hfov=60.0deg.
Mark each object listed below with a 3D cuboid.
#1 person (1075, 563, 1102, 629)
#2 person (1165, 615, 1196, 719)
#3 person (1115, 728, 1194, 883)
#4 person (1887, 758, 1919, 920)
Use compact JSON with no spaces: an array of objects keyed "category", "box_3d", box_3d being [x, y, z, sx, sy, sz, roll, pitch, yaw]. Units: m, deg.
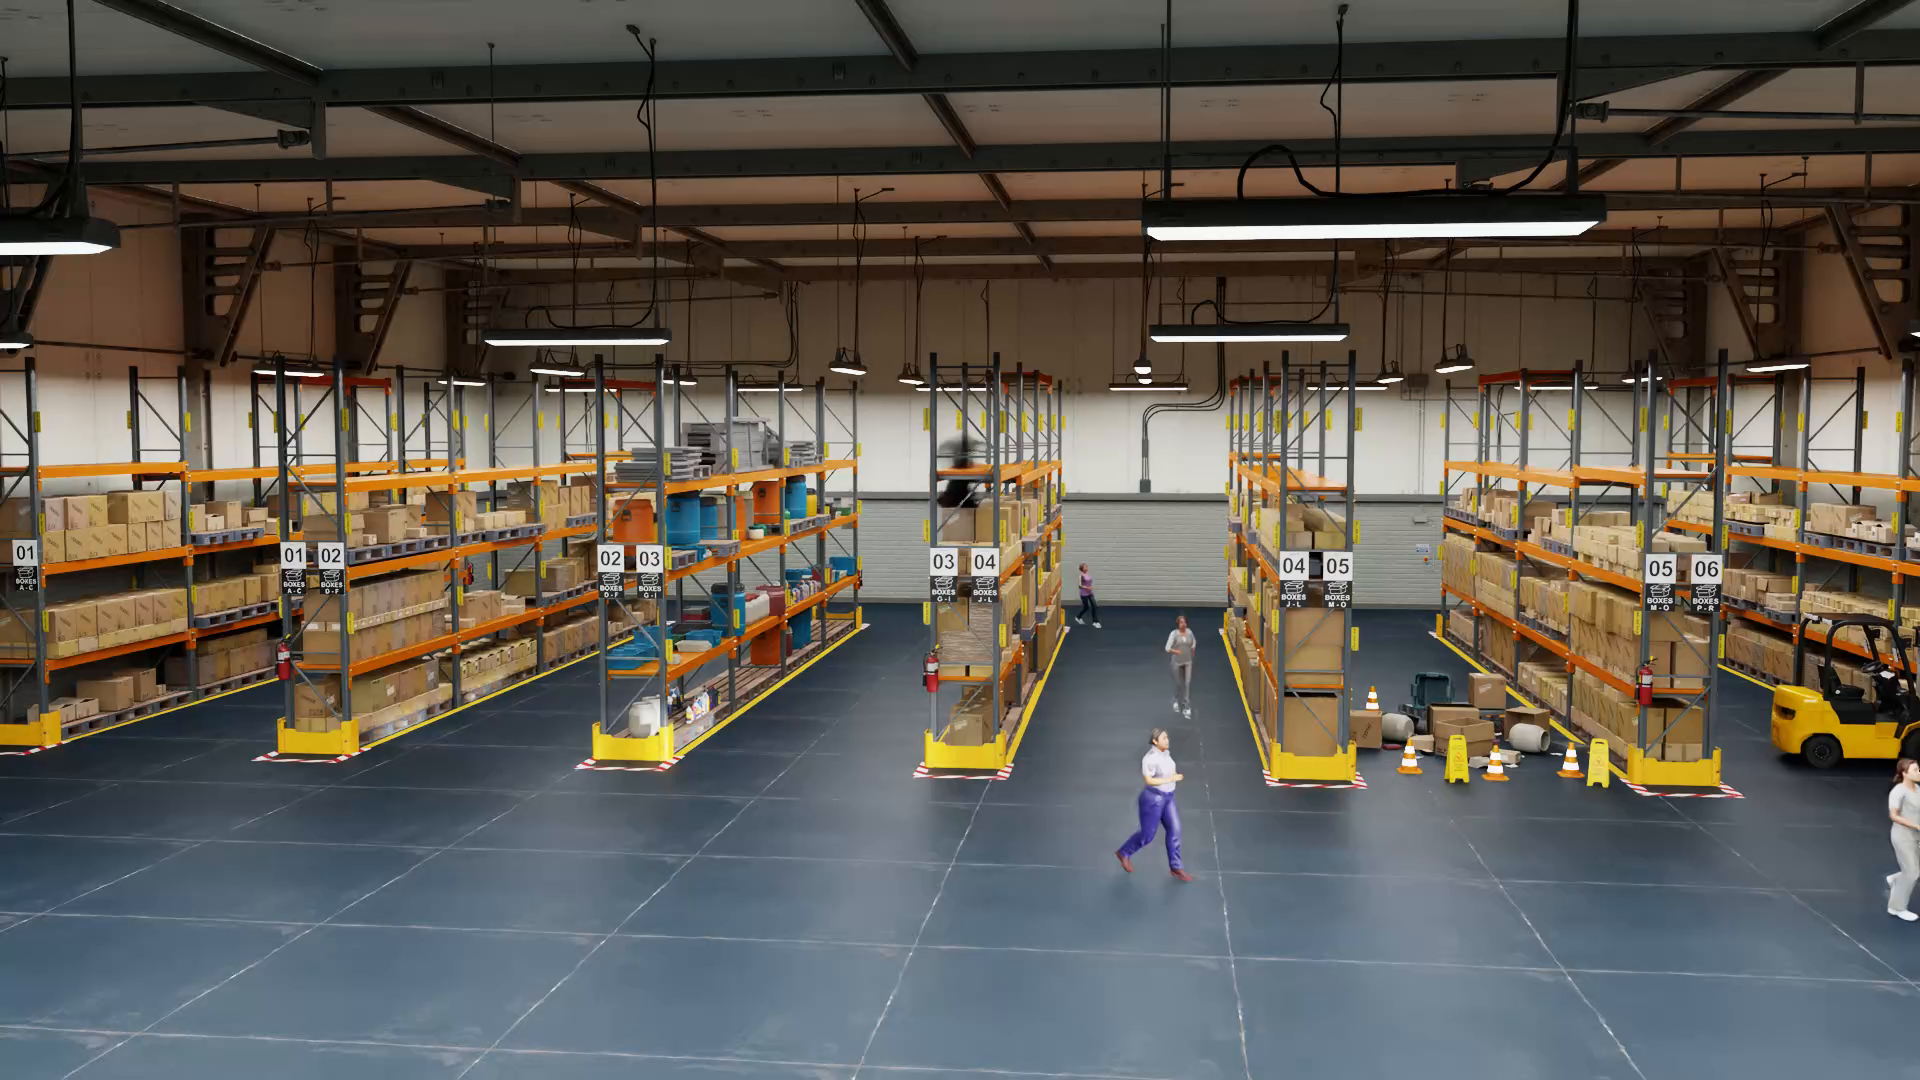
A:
[{"category":"person","box_3d":[3.065,1.351,40.476,0.815,1.574,0.557,4,6,44]},{"category":"person","box_3d":[3.566,2.012,26.752,0.538,1.610,0.811,0,4,-6]},{"category":"person","box_3d":[2.138,2.873,18.201,0.903,1.654,0.632,3,5,35]},{"category":"person","box_3d":[9.578,3.013,16.734,0.560,1.622,0.559,-2,5,-29]}]
